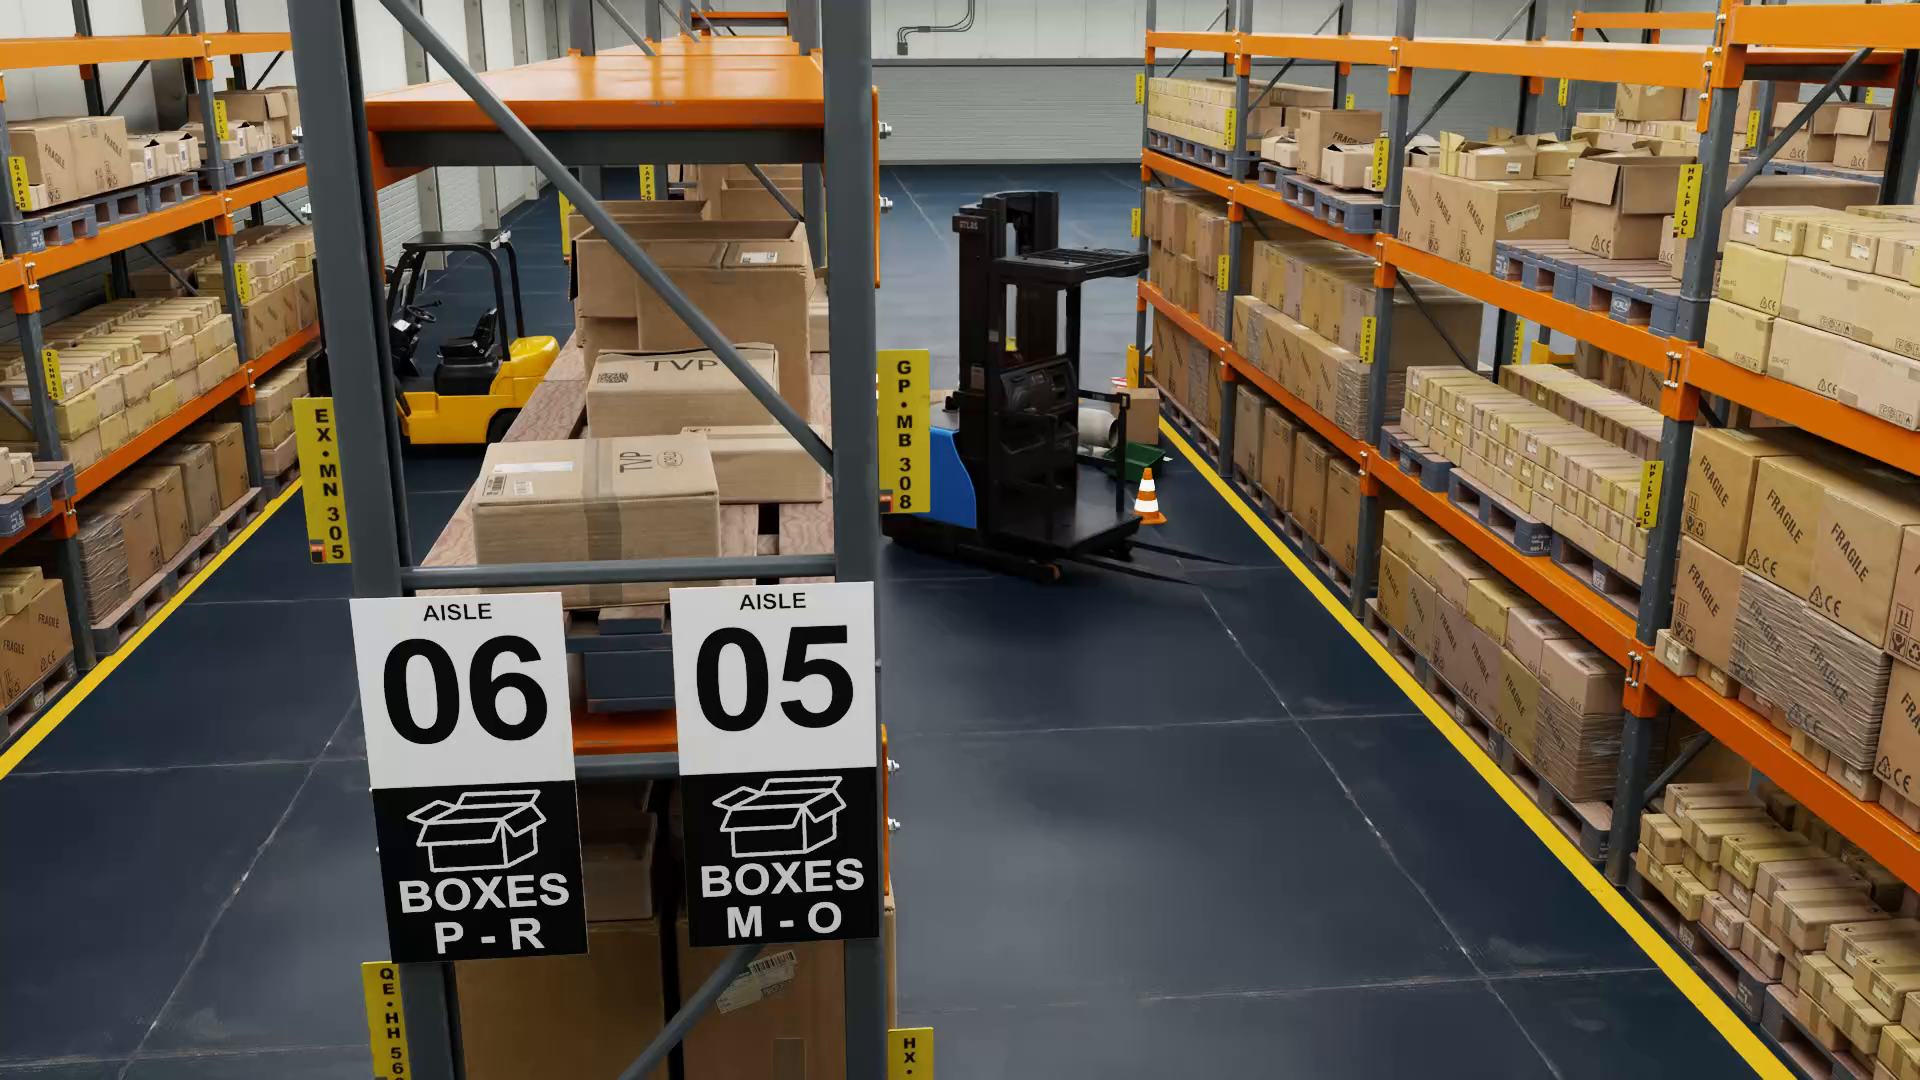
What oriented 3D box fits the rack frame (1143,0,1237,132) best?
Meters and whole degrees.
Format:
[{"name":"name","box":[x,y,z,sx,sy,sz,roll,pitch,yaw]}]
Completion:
[{"name":"rack frame","box":[2.602,-6.120,18.649,1.000,3.000,0.127,-2,18,-6]}]

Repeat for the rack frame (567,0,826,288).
[{"name":"rack frame","box":[-1.074,-2.362,6.678,1.000,3.000,0.127,-2,18,-6]}]

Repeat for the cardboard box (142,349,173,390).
[{"name":"cardboard box","box":[-6.390,-1.301,12.729,0.500,0.250,0.500,-2,17,-5]}]

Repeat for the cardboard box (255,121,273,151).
[{"name":"cardboard box","box":[-6.687,-3.796,15.608,0.396,0.266,0.258,-2,18,-7]}]

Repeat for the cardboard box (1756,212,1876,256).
[{"name":"cardboard box","box":[3.623,-1.295,7.036,0.380,0.149,0.250,-3,18,-8]}]

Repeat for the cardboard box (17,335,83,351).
[{"name":"cardboard box","box":[-6.836,-1.442,12.512,0.380,0.149,0.250,-1,17,-4]}]

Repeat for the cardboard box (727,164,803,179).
[{"name":"cardboard box","box":[-1.016,-1.855,9.201,0.500,0.500,0.500,-2,18,-5]}]

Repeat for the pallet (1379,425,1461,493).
[{"name":"pallet","box":[3.606,-0.574,11.318,1.213,0.211,1.003,-2,18,-6]}]

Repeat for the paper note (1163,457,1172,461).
[{"name":"paper note","box":[2.044,-0.822,16.745,0.142,0.020,0.147,16,24,42]}]

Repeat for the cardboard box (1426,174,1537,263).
[{"name":"cardboard box","box":[3.280,-2.026,10.449,0.500,0.500,0.500,-2,18,-6]}]

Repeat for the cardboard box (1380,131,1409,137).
[{"name":"cardboard box","box":[3.414,-3.188,13.596,0.500,0.311,0.500,-2,18,-8]}]

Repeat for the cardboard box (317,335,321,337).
[{"name":"cardboard box","box":[-6.891,-2.159,18.265,0.500,0.250,0.500,-1,17,-4]}]

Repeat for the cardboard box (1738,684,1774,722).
[{"name":"cardboard box","box":[3.723,0.684,7.410,0.380,0.149,0.250,-3,18,-8]}]

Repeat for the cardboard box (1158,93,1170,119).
[{"name":"cardboard box","box":[2.450,-4.705,18.033,0.500,0.250,0.500,-2,18,-6]}]

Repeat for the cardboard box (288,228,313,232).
[{"name":"cardboard box","box":[-6.945,-3.247,17.765,0.380,0.149,0.250,-2,18,-6]}]

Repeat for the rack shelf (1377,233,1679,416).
[{"name":"rack shelf","box":[3.633,-1.367,9.716,1.077,0.370,4.000,-2,18,-6]}]

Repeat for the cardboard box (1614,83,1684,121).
[{"name":"cardboard box","box":[7.430,-4.790,17.920,0.500,0.500,0.500,-2,18,-6]}]

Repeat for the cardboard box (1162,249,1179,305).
[{"name":"cardboard box","box":[2.696,-2.887,18.114,0.875,0.550,0.550,-2,18,-6]}]

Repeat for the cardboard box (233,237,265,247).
[{"name":"cardboard box","box":[-7.329,-3.004,16.991,0.380,0.149,0.250,-1,17,-4]}]

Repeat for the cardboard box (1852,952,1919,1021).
[{"name":"cardboard box","box":[3.805,1.768,6.601,0.380,0.149,0.250,-2,18,-5]}]

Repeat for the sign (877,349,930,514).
[{"name":"sign","box":[-0.109,-0.209,3.237,0.100,0.325,0.005,-2,18,-6]}]

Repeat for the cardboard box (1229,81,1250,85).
[{"name":"cardboard box","box":[3.077,-4.806,17.689,0.380,0.149,0.250,-2,18,-5]}]

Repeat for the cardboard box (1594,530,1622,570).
[{"name":"cardboard box","box":[3.574,0.047,8.738,0.380,0.149,0.250,-2,18,-5]}]

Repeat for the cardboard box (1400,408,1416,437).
[{"name":"cardboard box","box":[3.272,-0.816,11.486,0.380,0.149,0.250,-2,18,-6]}]

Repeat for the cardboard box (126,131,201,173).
[{"name":"cardboard box","box":[-6.519,-3.157,13.500,0.500,0.311,0.500,-2,18,-7]}]

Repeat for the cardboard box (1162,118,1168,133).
[{"name":"cardboard box","box":[2.397,-4.479,17.981,0.380,0.149,0.250,-2,18,-5]}]

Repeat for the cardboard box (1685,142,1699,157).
[{"name":"cardboard box","box":[7.608,-3.833,16.620,0.500,0.250,0.500,-1,17,-4]}]

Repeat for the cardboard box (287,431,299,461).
[{"name":"cardboard box","box":[-6.624,-0.923,15.997,0.500,0.250,0.500,-2,18,-7]}]

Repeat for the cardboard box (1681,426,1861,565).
[{"name":"cardboard box","box":[3.644,-0.208,7.498,0.500,0.500,0.500,-1,17,-4]}]

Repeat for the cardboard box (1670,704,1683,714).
[{"name":"cardboard box","box":[4.026,0.723,9.086,0.500,0.250,0.500,-3,18,-8]}]

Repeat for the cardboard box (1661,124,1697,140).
[{"name":"cardboard box","box":[7.496,-4.220,17.187,0.380,0.149,0.250,-1,17,-3]}]

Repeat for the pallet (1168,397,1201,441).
[{"name":"pallet","box":[2.885,-1.329,18.059,1.003,0.211,1.213,-2,18,-6]}]

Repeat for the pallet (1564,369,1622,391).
[{"name":"pallet","box":[7.602,-1.785,19.511,1.003,0.211,1.213,-2,18,-6]}]

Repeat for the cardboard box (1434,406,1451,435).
[{"name":"cardboard box","box":[3.338,-0.787,10.897,0.380,0.149,0.250,-2,18,-7]}]

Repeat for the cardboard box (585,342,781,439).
[{"name":"cardboard box","box":[-0.766,-0.392,4.692,0.500,0.311,0.500,-1,17,-5]}]

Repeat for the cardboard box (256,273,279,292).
[{"name":"cardboard box","box":[-6.642,-2.419,15.624,0.380,0.149,0.250,-1,17,-4]}]

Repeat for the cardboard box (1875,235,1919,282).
[{"name":"cardboard box","box":[3.734,-1.067,6.309,0.380,0.149,0.250,-2,18,-7]}]

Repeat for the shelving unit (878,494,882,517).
[{"name":"shelving unit","box":[-0.937,-0.259,14.625,0.258,0.210,0.900,9,19,27]}]

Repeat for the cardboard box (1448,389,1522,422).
[{"name":"cardboard box","box":[3.360,-0.863,10.644,0.380,0.149,0.250,-3,18,-8]}]

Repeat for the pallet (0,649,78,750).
[{"name":"pallet","box":[-6.384,1.017,10.586,1.003,0.211,1.213,-2,18,-6]}]

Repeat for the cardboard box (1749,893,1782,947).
[{"name":"cardboard box","box":[3.760,1.677,7.388,0.380,0.149,0.250,-3,18,-8]}]

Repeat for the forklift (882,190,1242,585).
[{"name":"forklift","box":[0.799,-1.221,13.174,3.031,2.935,1.130,14,22,37]}]

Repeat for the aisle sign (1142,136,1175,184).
[{"name":"aisle sign","box":[2.296,-4.510,19.196,0.394,0.787,0.004,-2,18,-6]}]

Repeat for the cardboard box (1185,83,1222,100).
[{"name":"cardboard box","box":[2.502,-4.558,16.899,0.380,0.149,0.250,-2,17,-5]}]

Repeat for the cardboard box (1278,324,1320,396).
[{"name":"cardboard box","box":[2.955,-1.498,13.775,0.500,0.500,0.500,-2,17,-5]}]

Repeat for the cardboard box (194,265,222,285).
[{"name":"cardboard box","box":[-6.708,-2.407,15.089,0.380,0.149,0.250,-2,17,-5]}]

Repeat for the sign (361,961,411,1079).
[{"name":"sign","box":[-1.202,1.039,3.531,0.100,0.325,0.005,-2,18,-6]}]

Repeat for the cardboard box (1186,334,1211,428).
[{"name":"cardboard box","box":[2.922,-1.711,17.465,0.875,0.875,0.875,-2,18,-5]}]

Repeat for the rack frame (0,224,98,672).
[{"name":"rack frame","box":[-6.423,-0.537,10.880,1.000,3.000,0.127,-2,18,-6]}]

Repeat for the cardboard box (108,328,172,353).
[{"name":"cardboard box","box":[-6.314,-1.535,12.808,0.380,0.149,0.250,-2,18,-7]}]

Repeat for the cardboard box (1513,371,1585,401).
[{"name":"cardboard box","box":[3.957,-1.032,11.182,0.380,0.149,0.250,-2,18,-6]}]

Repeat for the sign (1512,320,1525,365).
[{"name":"sign","box":[3.966,-1.409,11.856,0.100,0.325,0.005,-2,18,-6]}]

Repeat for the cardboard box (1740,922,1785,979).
[{"name":"cardboard box","box":[3.738,1.821,7.427,0.380,0.149,0.250,-2,18,-7]}]
